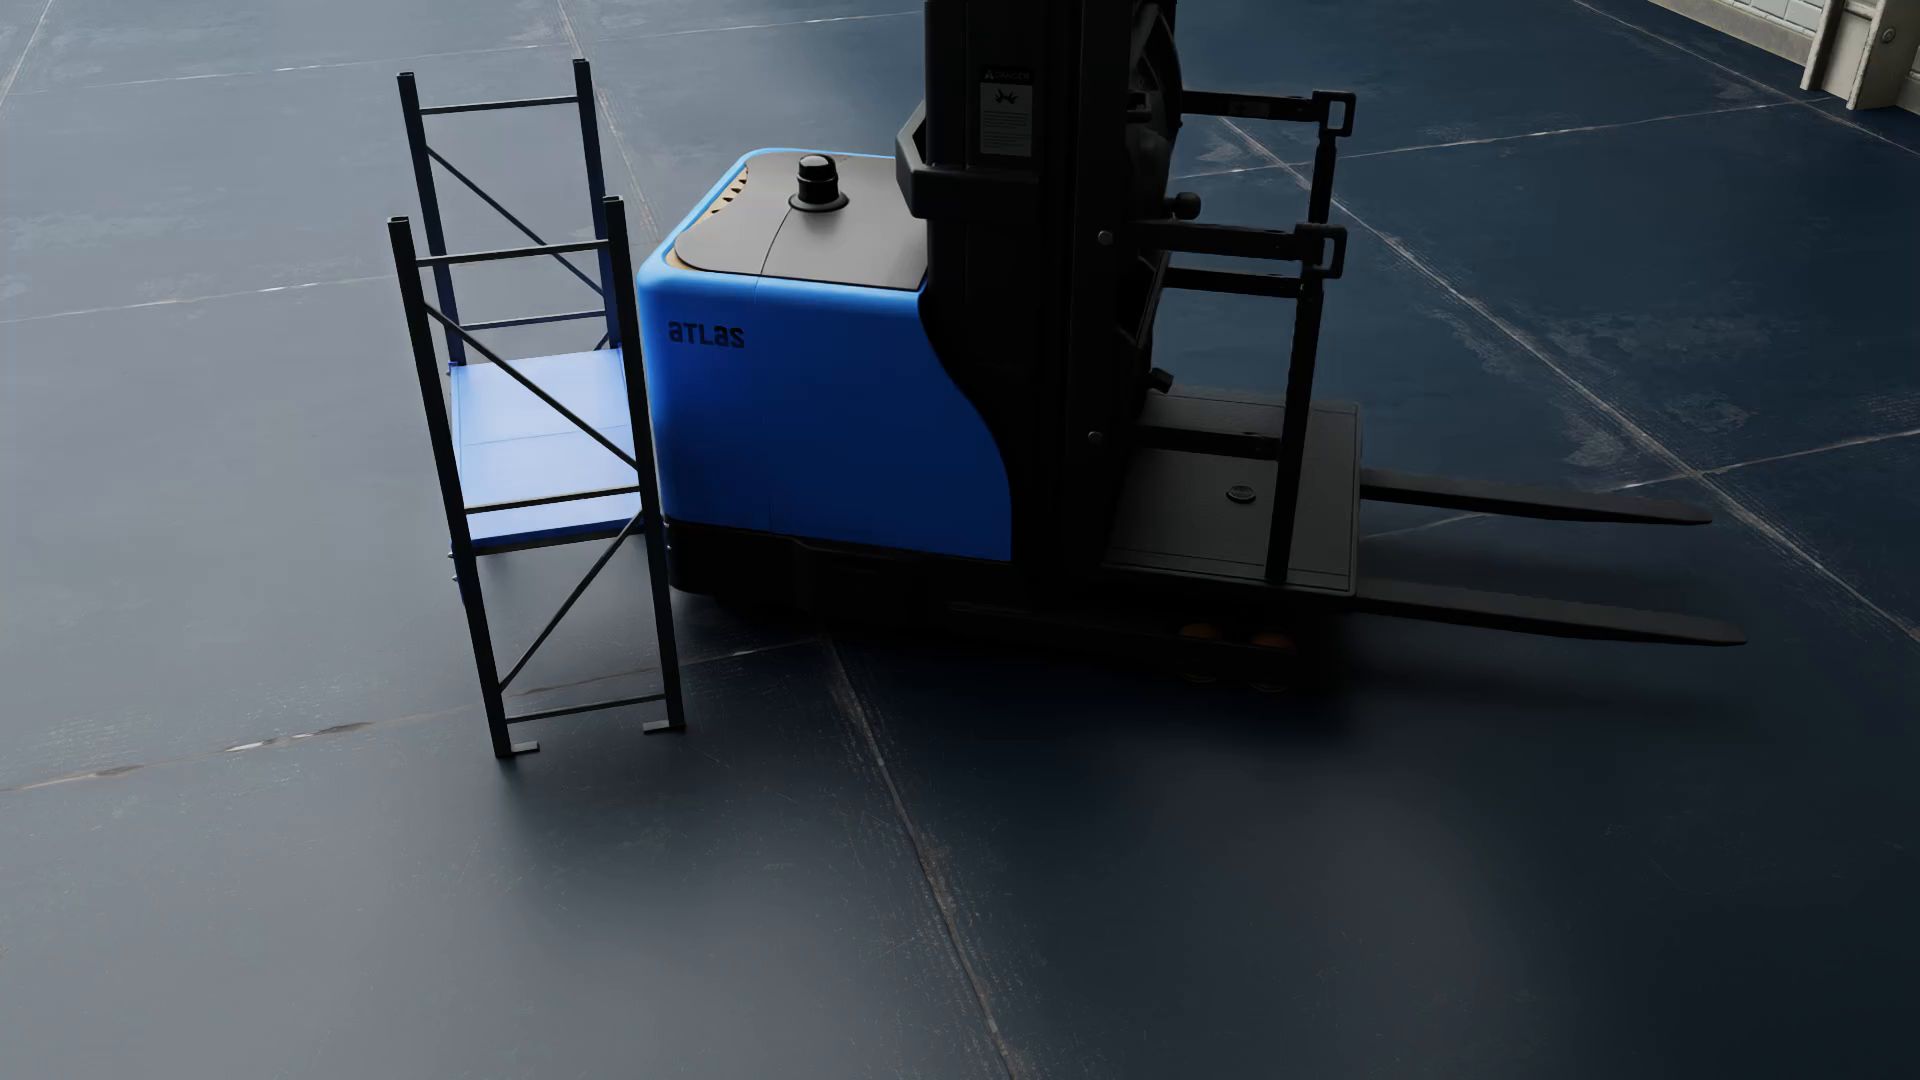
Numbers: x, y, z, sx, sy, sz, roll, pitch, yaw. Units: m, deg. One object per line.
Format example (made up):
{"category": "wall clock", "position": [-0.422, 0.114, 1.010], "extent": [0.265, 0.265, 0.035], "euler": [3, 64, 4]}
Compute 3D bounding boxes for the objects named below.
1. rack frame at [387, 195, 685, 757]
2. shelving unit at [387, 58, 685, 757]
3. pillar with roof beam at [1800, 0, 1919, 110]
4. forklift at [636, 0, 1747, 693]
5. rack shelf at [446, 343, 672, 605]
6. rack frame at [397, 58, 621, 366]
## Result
{"category": "rack frame", "position": [-0.987, -0.096, 4.035], "extent": [0.500, 1.500, 0.032], "euler": [-8, 34, -12]}
{"category": "shelving unit", "position": [-1.116, -0.367, 4.445], "extent": [0.538, 1.500, 1.048], "euler": [-8, 34, -12]}
{"category": "pillar with roof beam", "position": [0.615, -5.387, 5.240], "extent": [9.100, 9.000, 0.400], "euler": [-10, 35, -15]}
{"category": "forklift", "position": [0.693, -1.123, 4.290], "extent": [3.031, 2.935, 1.130], "euler": [7, 34, 10]}
{"category": "rack shelf", "position": [-1.116, -0.217, 4.544], "extent": [0.538, 0.185, 1.000], "euler": [-8, 34, -12]}
{"category": "rack frame", "position": [-1.245, -0.638, 4.855], "extent": [0.500, 1.500, 0.032], "euler": [-8, 34, -12]}
